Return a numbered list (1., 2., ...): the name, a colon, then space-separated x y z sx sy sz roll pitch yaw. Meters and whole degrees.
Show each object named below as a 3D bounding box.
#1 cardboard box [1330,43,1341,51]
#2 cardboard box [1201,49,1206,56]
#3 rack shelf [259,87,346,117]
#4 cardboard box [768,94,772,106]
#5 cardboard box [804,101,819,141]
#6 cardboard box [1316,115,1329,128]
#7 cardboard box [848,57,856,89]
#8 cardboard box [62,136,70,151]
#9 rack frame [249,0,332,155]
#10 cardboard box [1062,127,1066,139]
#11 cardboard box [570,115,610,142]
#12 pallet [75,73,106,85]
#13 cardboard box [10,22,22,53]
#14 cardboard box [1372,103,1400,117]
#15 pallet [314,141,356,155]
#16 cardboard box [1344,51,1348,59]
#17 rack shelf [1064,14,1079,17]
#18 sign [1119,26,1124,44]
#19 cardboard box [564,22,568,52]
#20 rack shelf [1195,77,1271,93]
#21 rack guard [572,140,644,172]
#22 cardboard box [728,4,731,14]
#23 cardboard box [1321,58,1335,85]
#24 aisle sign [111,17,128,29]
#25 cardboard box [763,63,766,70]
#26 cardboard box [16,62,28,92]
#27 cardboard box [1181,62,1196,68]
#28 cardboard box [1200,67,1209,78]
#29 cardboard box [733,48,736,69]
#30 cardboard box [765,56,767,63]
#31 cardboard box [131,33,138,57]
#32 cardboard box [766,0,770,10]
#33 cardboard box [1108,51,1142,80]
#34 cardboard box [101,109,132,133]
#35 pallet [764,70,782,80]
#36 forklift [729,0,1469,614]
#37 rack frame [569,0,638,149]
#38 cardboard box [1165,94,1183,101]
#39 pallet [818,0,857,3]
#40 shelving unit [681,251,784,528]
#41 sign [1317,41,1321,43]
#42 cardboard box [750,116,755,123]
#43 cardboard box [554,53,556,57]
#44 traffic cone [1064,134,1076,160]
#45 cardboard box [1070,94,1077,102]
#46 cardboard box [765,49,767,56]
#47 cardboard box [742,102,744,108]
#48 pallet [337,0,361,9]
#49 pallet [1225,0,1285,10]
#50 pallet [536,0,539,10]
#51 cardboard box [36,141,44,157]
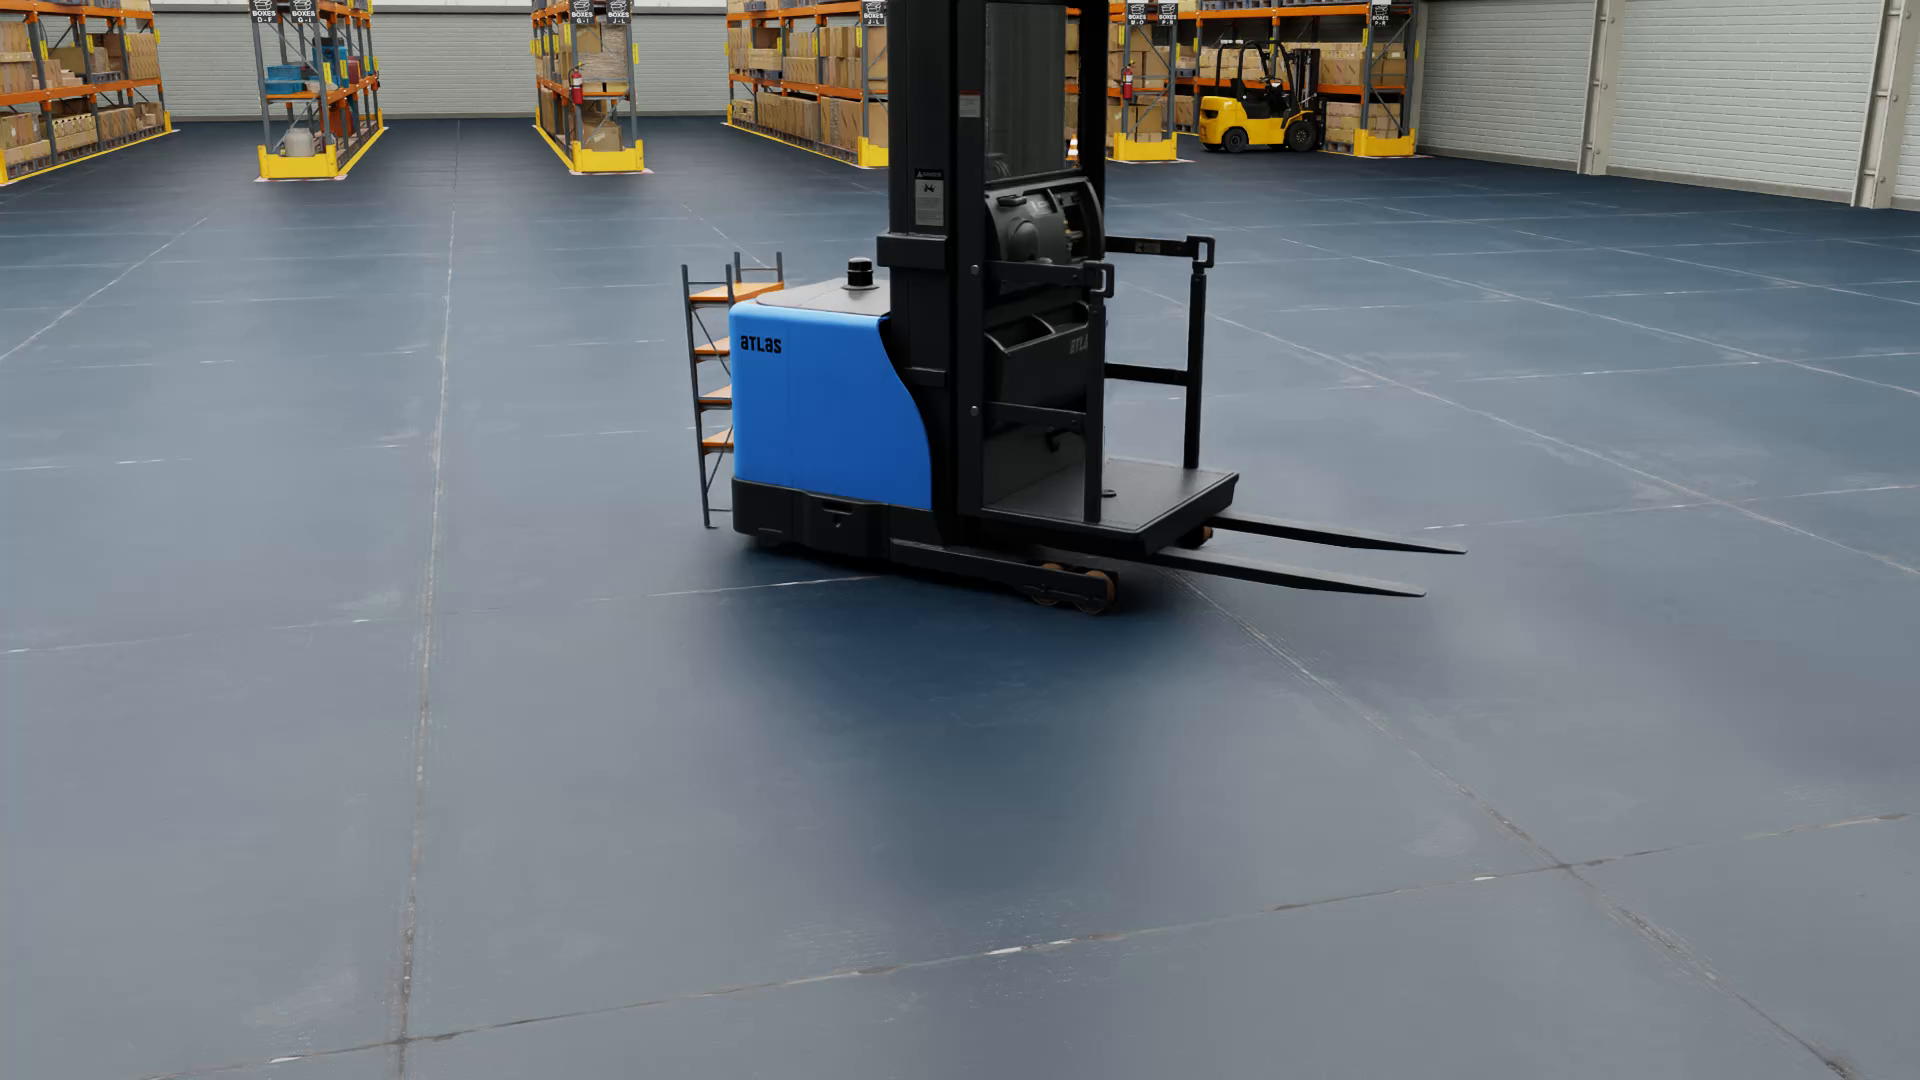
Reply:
1. cardboard box: 7.598 -9.826 33.130 0.380 0.149 0.250 -4 17 -14
2. cardboard box: 5.876 -11.428 38.982 0.380 0.149 0.250 -4 17 -14
3. rack shelf: -11.342 -7.608 28.817 1.077 0.370 4.000 -5 17 -15
4. cardboard box: -4.146 -10.180 38.441 0.500 0.250 0.500 -4 17 -14
5. cardboard box: -2.590 -8.550 33.882 1.050 0.750 0.750 -5 17 -16
6. cardboard box: 7.546 -8.482 33.657 0.500 0.250 0.500 -5 17 -17
7. cardboard box: -1.551 -8.477 30.197 0.875 0.550 0.550 -5 17 -15
8. cardboard box: -16.667 -7.272 30.498 0.500 0.250 0.500 -4 17 -14
9. rack frame: -10.792 -7.400 26.872 1.000 3.000 0.127 -5 17 -15
10. cardboard box: 2.302 -8.381 34.188 0.500 0.250 0.500 -6 18 -18
11. cardboard box: -7.278 -8.083 32.726 0.700 0.500 0.500 -6 18 -20
12. pallet: -18.008 -9.312 33.571 1.213 0.211 1.003 -5 17 -15
13. cardboard box: -16.387 -8.523 28.182 0.700 0.500 0.500 -5 17 -15
14. cardboard box: 8.320 -8.479 32.777 0.500 0.250 0.500 -5 17 -16
15. pallet: -12.484 -7.723 32.795 1.003 0.211 1.213 -5 17 -15
16. cardboard box: 7.794 -9.545 32.714 0.380 0.149 0.250 -4 17 -14
17. rack shelf: 1.849 -11.326 35.981 1.077 0.370 4.000 -5 17 -15
18. sign: 2.959 -9.242 30.444 0.100 0.325 0.005 -5 17 -15
19. cardboard box: -6.697 -8.869 29.336 0.500 0.500 0.500 -5 17 -15
20. rack shelf: 6.621 -10.283 37.722 1.077 0.370 4.000 -5 17 -15
21. rack guard: -6.051 -6.615 28.605 1.175 0.500 0.348 -5 17 -15
22. cardboard box: -5.753 -13.801 43.231 0.500 0.250 0.500 -4 17 -13
23. cardboard box: 7.607 -9.417 33.415 0.500 0.500 0.500 -5 17 -16
24. aisle sign: -20.254 -12.675 39.917 0.394 0.787 0.004 -5 17 -15
25. cardboard box: -4.288 -10.833 38.007 0.380 0.149 0.250 -5 18 -18
26. cardboard box: -16.376 -7.896 28.349 0.700 0.500 0.500 -5 17 -16
27. cardboard box: 5.522 -11.413 39.940 0.380 0.149 0.250 -4 17 -14
28. cardboard box: 5.958 -10.967 39.009 0.500 0.250 0.500 -5 17 -15
29. cardboard box: -5.601 -12.479 43.092 0.500 0.500 0.500 -5 17 -15
30. cardboard box: -4.224 -10.908 37.740 0.380 0.149 0.250 -5 17 -15
31. cardboard box: -18.855 -11.150 37.446 0.500 0.500 0.500 -5 18 -17
32. cardboard box: -4.117 -12.266 37.686 0.500 0.500 0.500 -5 17 -15
33. cardboard box: 3.084 -8.893 31.154 0.500 0.500 0.500 -5 17 -16
34. cardboard box: -18.315 -9.091 36.081 0.500 0.500 0.500 -5 17 -15
35. pallet: -3.730 -10.465 37.410 1.213 0.211 1.003 -5 17 -15
36. forklift: 0.530 -1.289 6.650 3.031 2.935 1.130 9 19 29
37. rack frame: -6.030 -7.791 28.175 1.000 3.000 0.127 -5 17 -15
38. cardboard box: 5.336 -11.053 41.522 0.380 0.149 0.250 -5 17 -15
39. pallet: -2.118 -10.429 31.896 1.003 0.211 1.213 -5 17 -15
40. shelving unit: -0.999 -0.695 7.659 0.258 1.200 0.503 3 17 21
41. sign: 7.704 -10.571 35.788 0.100 0.325 0.005 -5 17 -15
42. cardboard box: -4.967 -10.392 41.059 0.380 0.149 0.250 -4 17 -15
43. cardboard box: -8.591 -10.916 36.662 0.797 0.503 0.637 -4 17 -14
44. traffic cone: 2.140 -7.377 31.205 0.336 0.463 0.334 -5 17 -15
45. cardboard box: 2.421 -8.869 33.383 0.380 0.149 0.250 -4 17 -13
46. cardboard box: -4.223 -11.049 37.693 0.380 0.149 0.250 -4 17 -14
47. cardboard box: -5.308 -11.028 42.143 0.380 0.149 0.250 -5 18 -17
48. pallet: -13.466 -11.542 35.778 1.003 0.211 1.213 -5 17 -15
49. pallet: 6.654 -12.037 37.425 1.003 0.211 1.213 -4 17 -13
50. pallet: -9.543 -12.732 39.563 1.003 0.211 1.213 -5 17 -15
51. cardboard box: -16.190 -6.750 28.757 0.500 0.250 0.500 -5 17 -15
